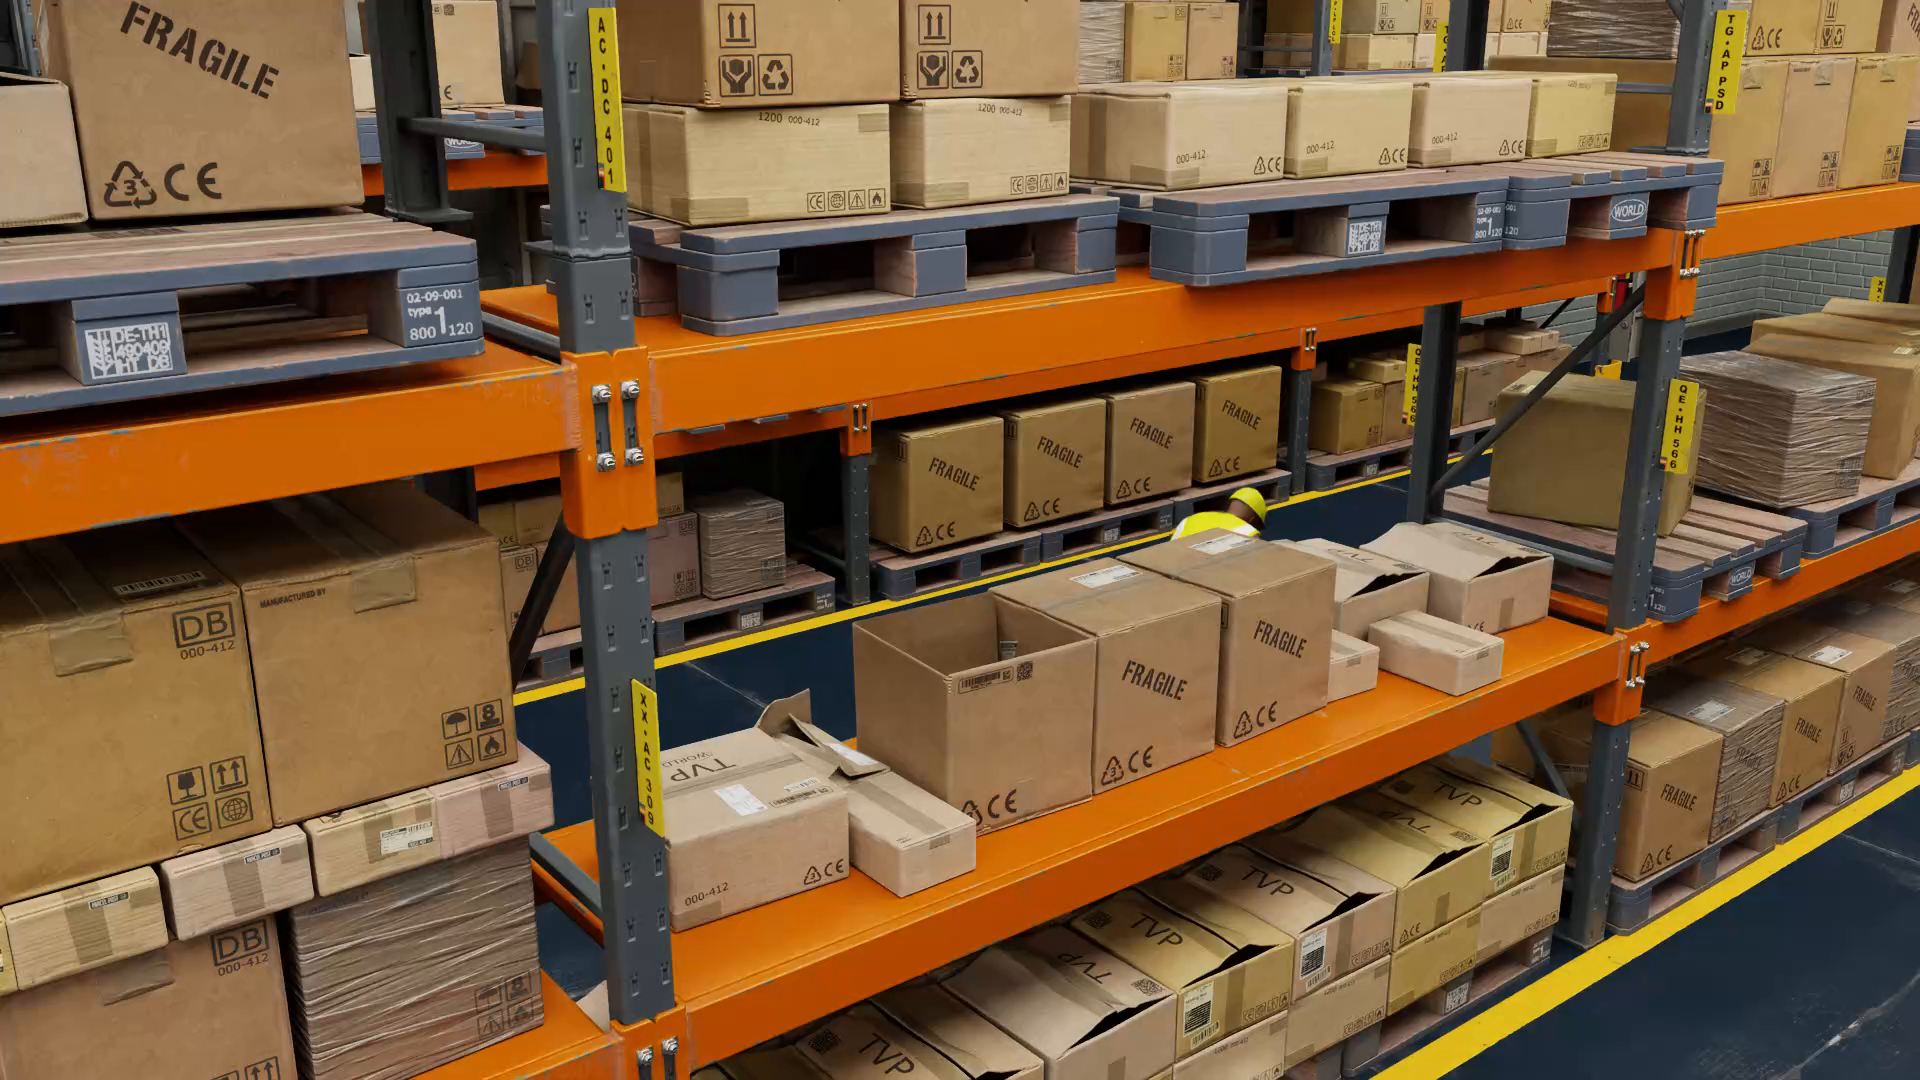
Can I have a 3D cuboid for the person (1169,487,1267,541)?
[{"bbox_3d":[1.339,0.263,8.948,0.904,1.010,0.540,-14,22,-38],"label":"person"}]
